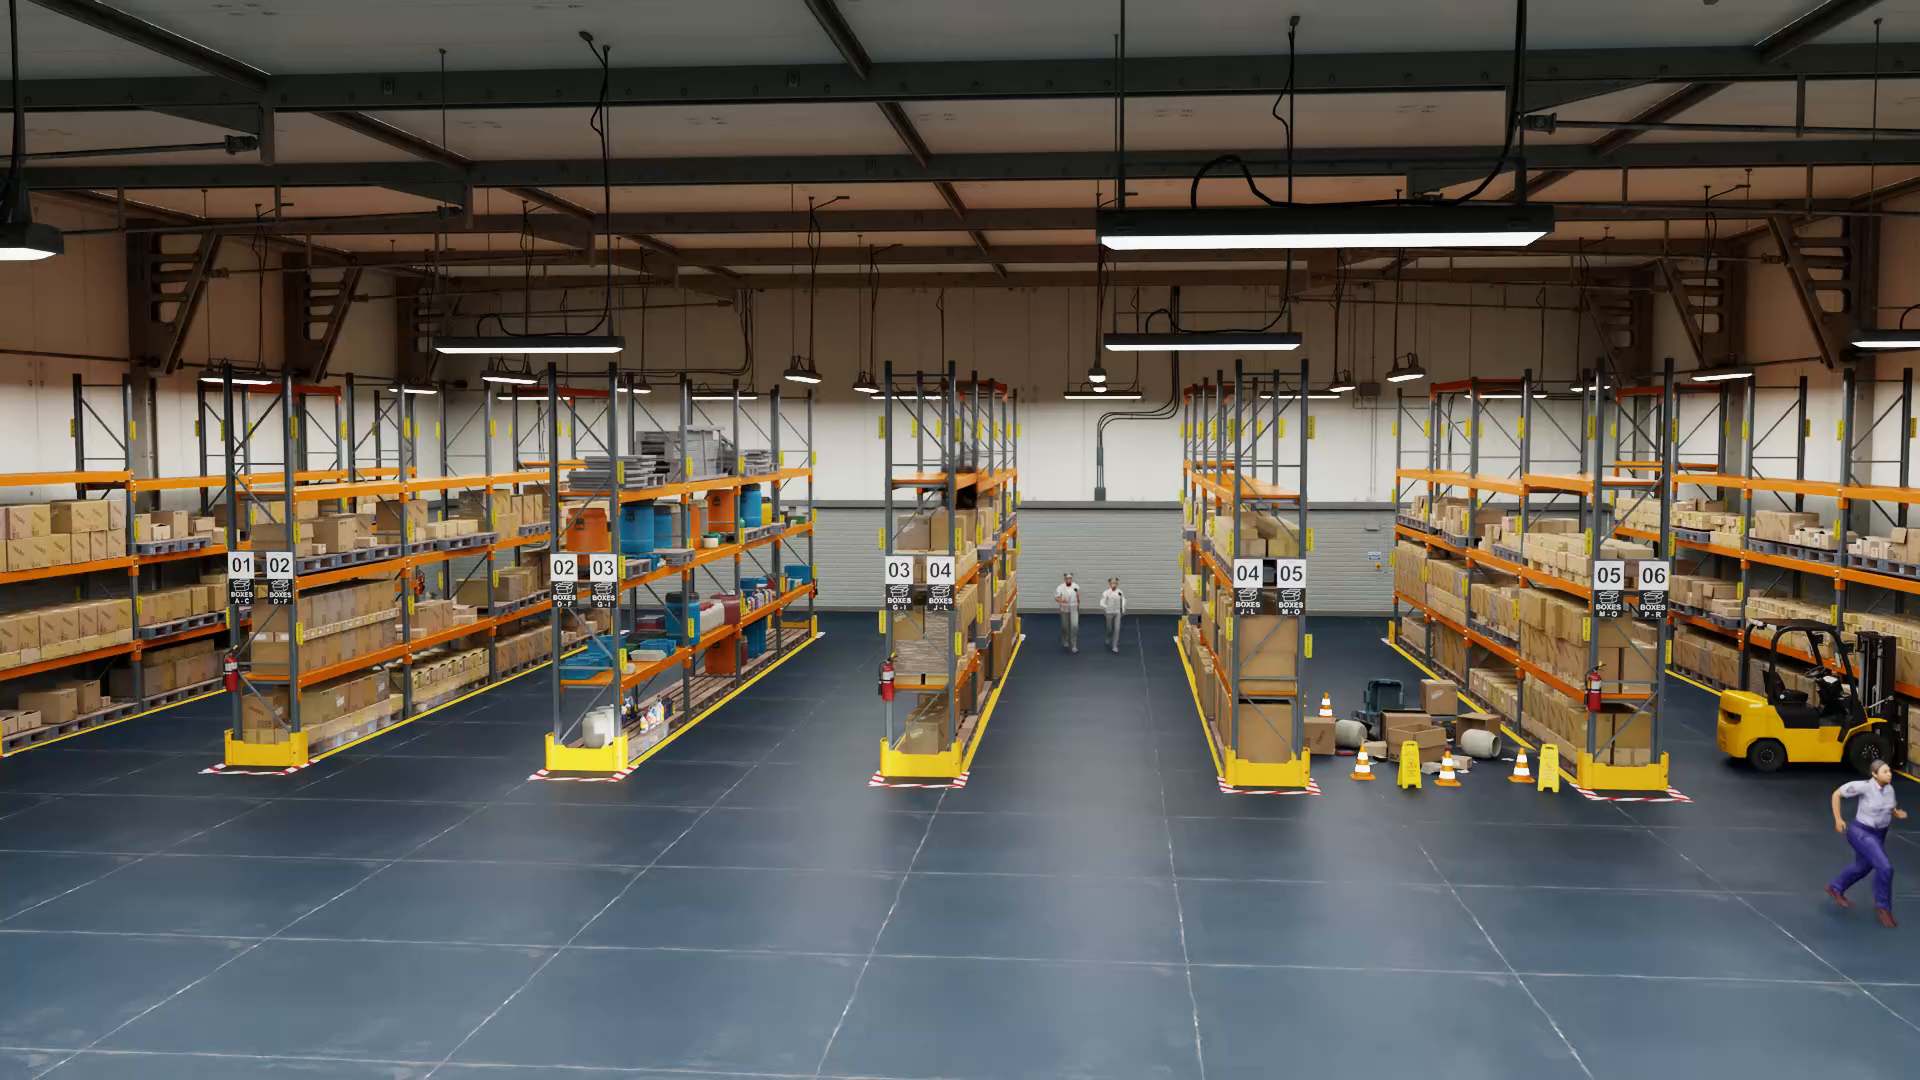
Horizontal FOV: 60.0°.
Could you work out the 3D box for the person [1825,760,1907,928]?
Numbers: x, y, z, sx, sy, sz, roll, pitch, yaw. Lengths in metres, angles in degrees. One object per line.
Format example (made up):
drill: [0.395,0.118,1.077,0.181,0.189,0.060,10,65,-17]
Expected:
person: [9.287,3.079,17.079,0.626,1.681,0.837,-2,4,-26]

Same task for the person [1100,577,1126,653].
person: [3.495,1.680,37.837,0.617,1.689,0.847,0,4,-5]

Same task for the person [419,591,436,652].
person: [-11.107,1.890,34.776,0.614,1.648,0.571,0,4,1]

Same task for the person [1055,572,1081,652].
person: [2.464,1.637,37.980,0.617,1.831,0.877,0,4,-2]
